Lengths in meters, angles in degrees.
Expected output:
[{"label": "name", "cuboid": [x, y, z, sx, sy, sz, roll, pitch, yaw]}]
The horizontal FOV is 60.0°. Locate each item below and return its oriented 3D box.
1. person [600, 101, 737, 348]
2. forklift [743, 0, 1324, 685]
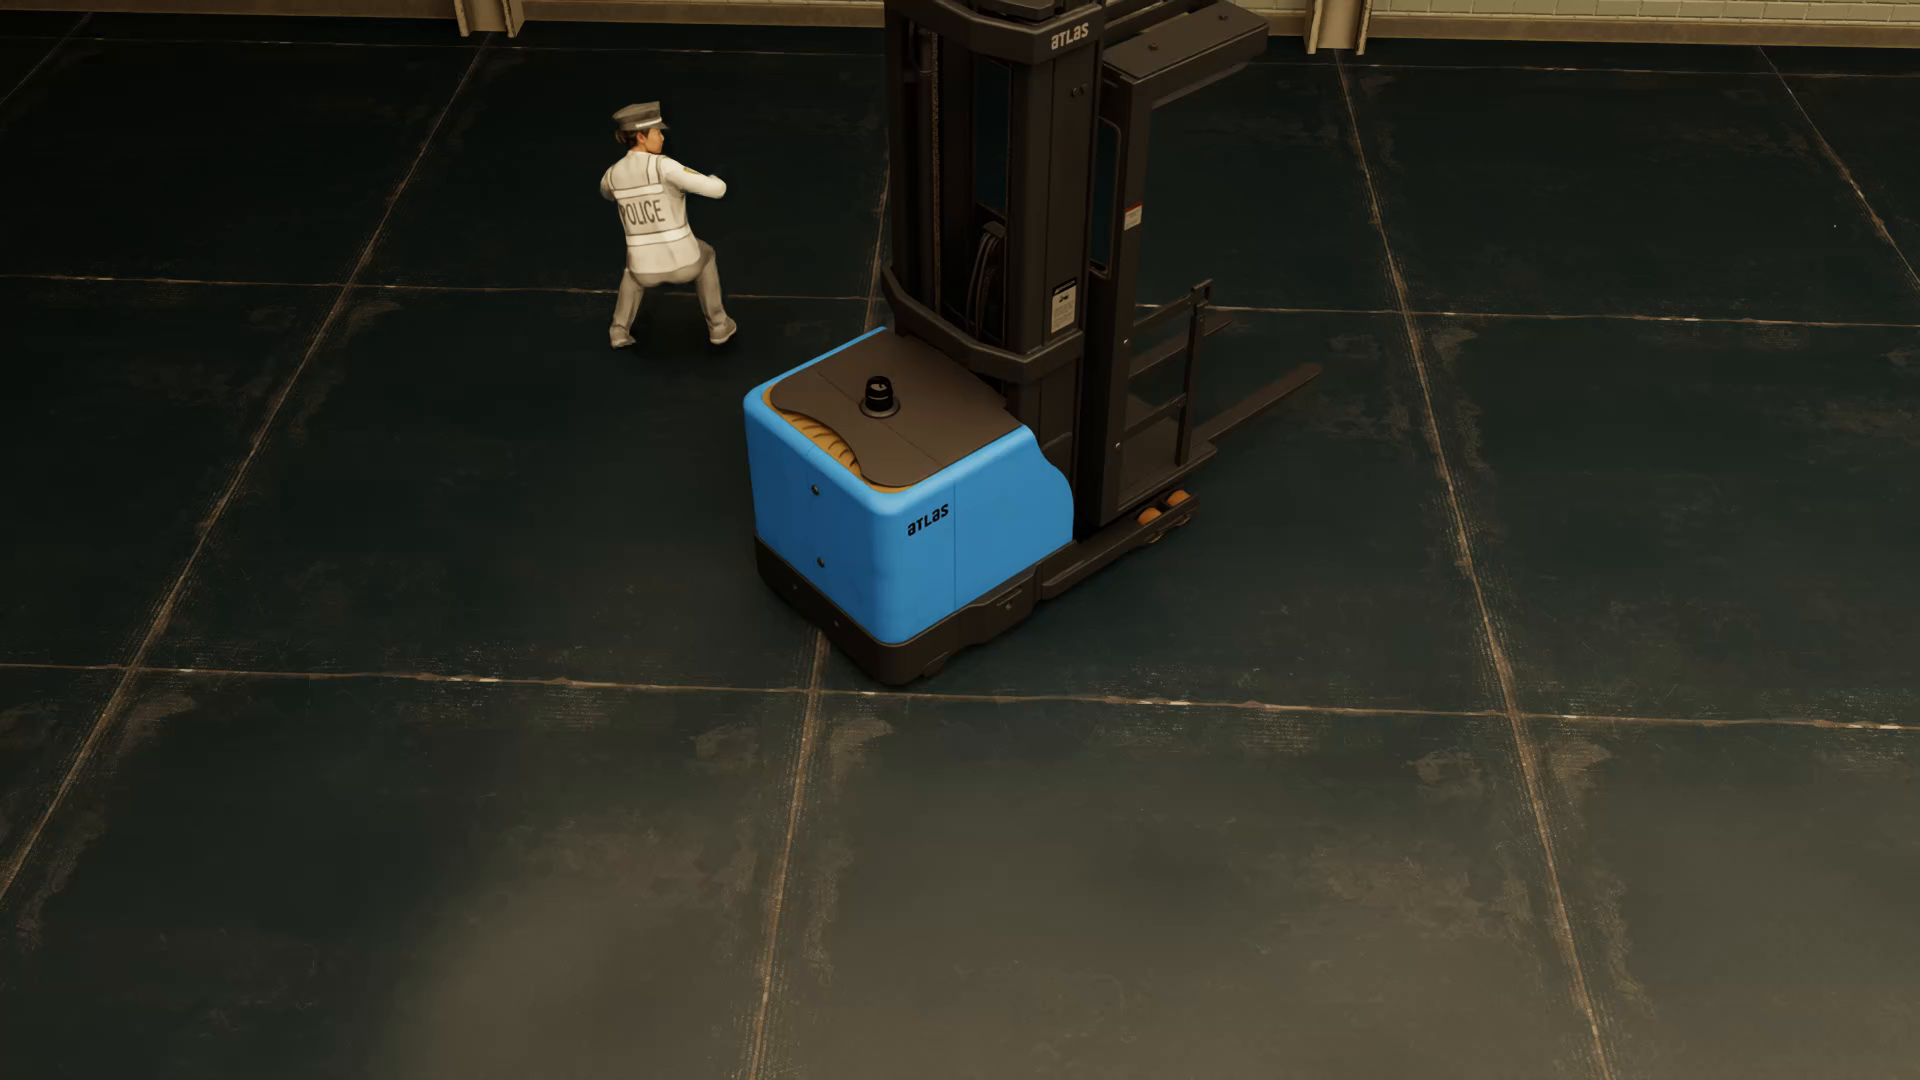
[{"label": "person", "cuboid": [-1.514, -1.616, 8.665, 0.738, 1.429, 0.832, 4, 43, 4]}, {"label": "forklift", "cuboid": [0.512, -1.312, 7.179, 3.031, 2.935, 1.130, -30, 50, -29]}]
